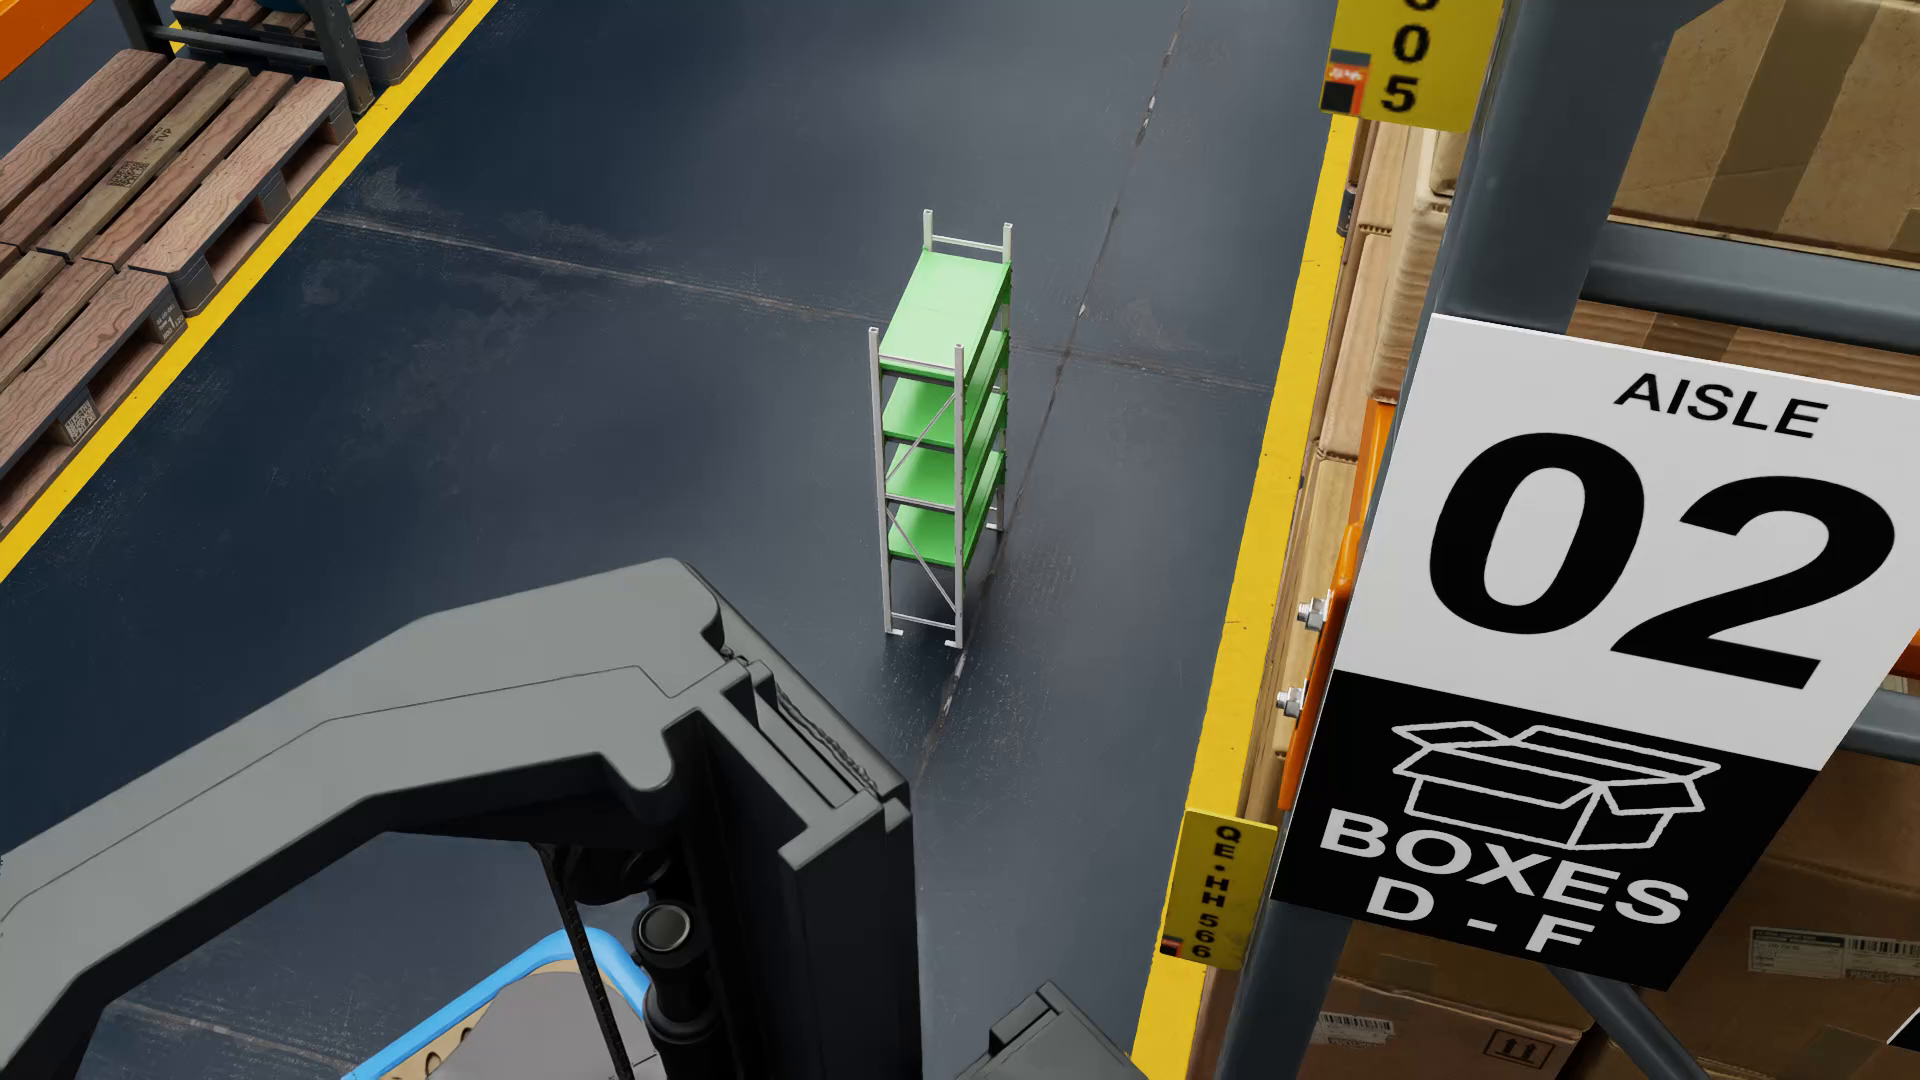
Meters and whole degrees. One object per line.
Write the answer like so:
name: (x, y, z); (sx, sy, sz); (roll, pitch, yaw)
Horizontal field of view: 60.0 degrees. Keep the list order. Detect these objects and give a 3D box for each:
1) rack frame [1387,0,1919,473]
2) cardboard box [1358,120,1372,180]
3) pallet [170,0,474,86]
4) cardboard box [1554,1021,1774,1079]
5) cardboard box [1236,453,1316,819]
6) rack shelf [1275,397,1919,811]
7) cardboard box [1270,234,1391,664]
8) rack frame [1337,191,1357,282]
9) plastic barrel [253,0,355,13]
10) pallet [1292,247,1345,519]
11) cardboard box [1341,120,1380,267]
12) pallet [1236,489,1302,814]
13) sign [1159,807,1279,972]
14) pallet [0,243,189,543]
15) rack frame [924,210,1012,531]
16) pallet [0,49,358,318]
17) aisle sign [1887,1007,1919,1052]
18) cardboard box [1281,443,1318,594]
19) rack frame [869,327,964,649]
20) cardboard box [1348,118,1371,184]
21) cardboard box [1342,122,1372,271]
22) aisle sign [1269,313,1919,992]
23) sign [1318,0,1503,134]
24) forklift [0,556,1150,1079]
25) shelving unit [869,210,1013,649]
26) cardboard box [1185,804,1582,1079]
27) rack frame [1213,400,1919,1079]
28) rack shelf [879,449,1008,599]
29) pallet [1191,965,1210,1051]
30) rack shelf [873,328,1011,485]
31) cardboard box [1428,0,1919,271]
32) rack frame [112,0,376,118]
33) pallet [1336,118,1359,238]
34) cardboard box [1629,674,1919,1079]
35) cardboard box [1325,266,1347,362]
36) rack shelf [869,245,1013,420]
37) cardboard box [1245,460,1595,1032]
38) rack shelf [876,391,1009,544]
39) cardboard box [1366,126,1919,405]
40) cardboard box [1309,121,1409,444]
rack frame: (0.823, -0.967, 0.101); (1.000, 3.000, 0.127); (12, 50, 10)
cardboard box: (1.347, -1.222, 4.261); (0.500, 0.500, 0.500); (12, 50, 11)
pallet: (-2.659, -2.482, 7.300); (1.003, 0.211, 1.213); (12, 50, 10)
cardboard box: (1.194, 0.716, 2.550); (0.500, 0.500, 0.500); (13, 50, 11)
cardboard box: (0.811, 0.232, 2.978); (0.500, 0.500, 0.500); (12, 50, 10)
rack shelf: (1.349, -1.183, 2.772); (1.077, 0.370, 4.000); (12, 50, 10)
cardboard box: (0.807, -0.087, 2.593); (0.500, 0.500, 0.500); (13, 50, 11)
rack frame: (1.875, -1.875, 4.904); (1.000, 3.000, 0.127); (12, 50, 10)
plastic barrel: (-2.743, -2.690, 6.743); (0.600, 0.901, 0.708); (12, 50, 10)
pallet: (1.694, -0.456, 5.511); (1.003, 0.211, 1.213); (12, 50, 10)
cardboard box: (1.074, -0.835, 3.253); (0.500, 0.500, 0.500); (13, 50, 11)
pallet: (1.375, 0.430, 4.730); (1.003, 0.211, 1.213); (12, 50, 10)
sign: (0.292, 0.407, 1.907); (0.100, 0.325, 0.005); (12, 50, 10)
pallet: (-3.378, -0.508, 5.557); (1.003, 0.211, 1.213); (12, 50, 10)
rack frame: (0.021, -0.454, 4.850); (0.240, 1.200, 0.015); (12, 50, 10)
pallet: (-3.058, -1.393, 6.338); (1.003, 0.211, 1.213); (12, 50, 10)
aisle sign: (1.088, 0.265, 1.281); (0.394, 0.787, 0.004); (12, 50, 10)
cardboard box: (0.948, -0.128, 3.296); (0.500, 0.500, 0.500); (12, 50, 10)
rack frame: (-0.108, -0.101, 4.539); (0.240, 1.200, 0.015); (12, 50, 10)
cardboard box: (1.729, -1.607, 6.041); (0.500, 0.500, 0.500); (11, 50, 10)
cardboard box: (1.213, -0.861, 3.942); (0.500, 0.500, 0.500); (11, 50, 10)
aisle sign: (0.509, 0.147, 1.386); (0.394, 0.787, 0.004); (12, 50, 10)
sign: (0.292, -0.391, 1.003); (0.100, 0.325, 0.005); (12, 50, 10)
forklift: (-0.119, 1.530, 1.944); (1.130, 2.935, 3.031); (-33, 56, -26)
shelving unit: (-0.044, -0.277, 4.694); (0.258, 1.200, 0.503); (12, 50, 10)
cardboard box: (0.678, 0.608, 2.646); (0.500, 0.500, 0.500); (13, 50, 11)
rack frame: (0.823, 1.018, 2.351); (1.000, 3.000, 0.127); (12, 50, 10)
rack shelf: (-0.044, -0.076, 4.922); (0.258, 0.148, 0.480); (12, 50, 10)
pallet: (1.052, 1.309, 3.954); (1.003, 0.211, 1.213); (12, 50, 10)
rack shelf: (-0.044, -0.394, 4.562); (0.258, 0.148, 0.480); (12, 50, 10)
cardboard box: (0.712, -0.512, 1.467); (0.500, 0.250, 0.500); (12, 50, 10)
rack frame: (-2.902, -2.855, 5.769); (1.000, 3.000, 0.127); (12, 50, 10)
pallet: (2.053, -1.548, 6.475); (1.003, 0.211, 1.213); (12, 50, 10)
cardboard box: (1.194, 0.385, 2.176); (0.500, 0.500, 0.500); (13, 50, 11)
cardboard box: (1.080, -0.493, 3.617); (0.500, 0.500, 0.500); (11, 49, 10)
rack shelf: (-0.044, -0.553, 4.383); (0.258, 0.148, 0.480); (12, 50, 10)
cardboard box: (0.674, 0.278, 2.270); (0.500, 0.500, 0.500); (11, 50, 10)
rack shelf: (-0.044, -0.235, 4.742); (0.258, 0.148, 0.480); (12, 50, 10)
cardboard box: (0.703, -0.348, 1.656); (0.500, 0.250, 0.500); (12, 50, 10)
cardboard box: (0.939, -0.463, 2.925); (0.500, 0.500, 0.500); (13, 50, 11)
